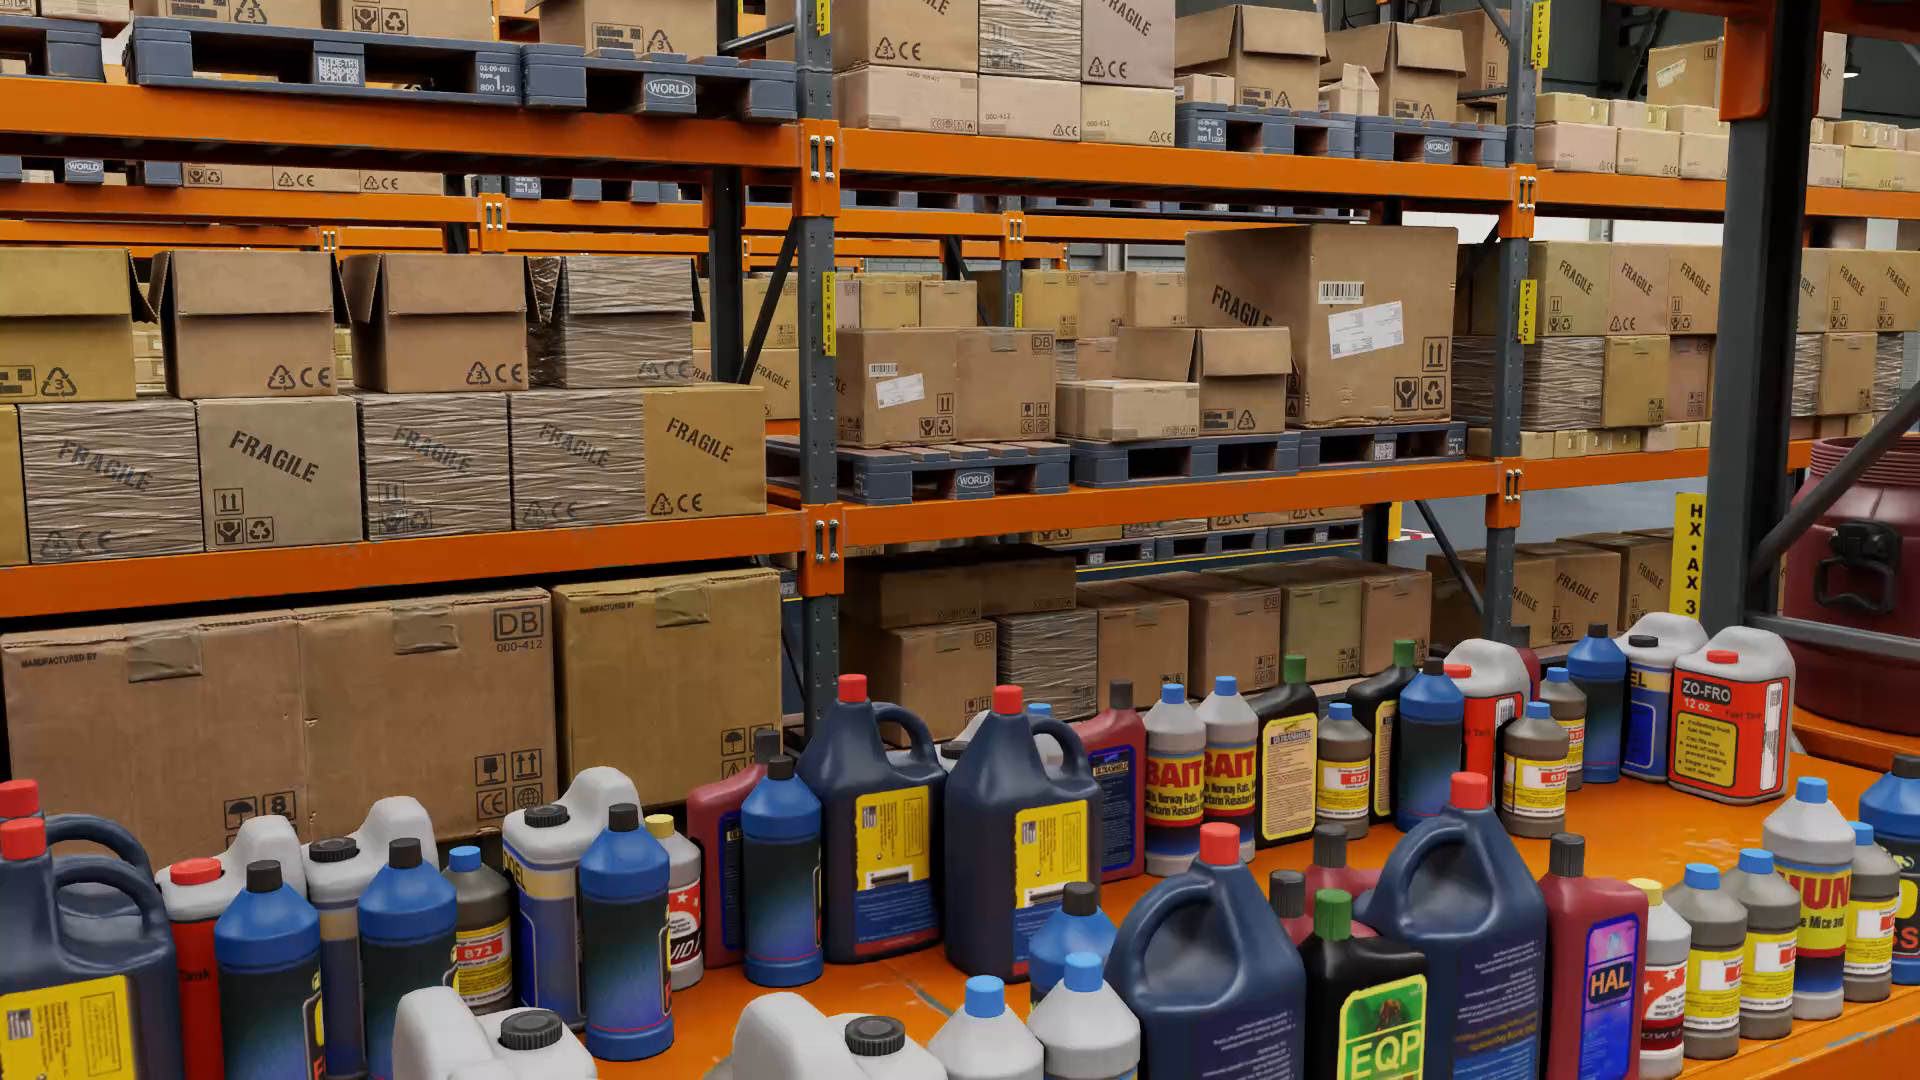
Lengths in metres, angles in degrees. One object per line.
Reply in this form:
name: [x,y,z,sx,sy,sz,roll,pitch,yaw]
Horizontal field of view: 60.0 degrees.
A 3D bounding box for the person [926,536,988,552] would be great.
person: [-0.059,-0.183,9.894,0.582,1.778,0.622,3,9,19]
